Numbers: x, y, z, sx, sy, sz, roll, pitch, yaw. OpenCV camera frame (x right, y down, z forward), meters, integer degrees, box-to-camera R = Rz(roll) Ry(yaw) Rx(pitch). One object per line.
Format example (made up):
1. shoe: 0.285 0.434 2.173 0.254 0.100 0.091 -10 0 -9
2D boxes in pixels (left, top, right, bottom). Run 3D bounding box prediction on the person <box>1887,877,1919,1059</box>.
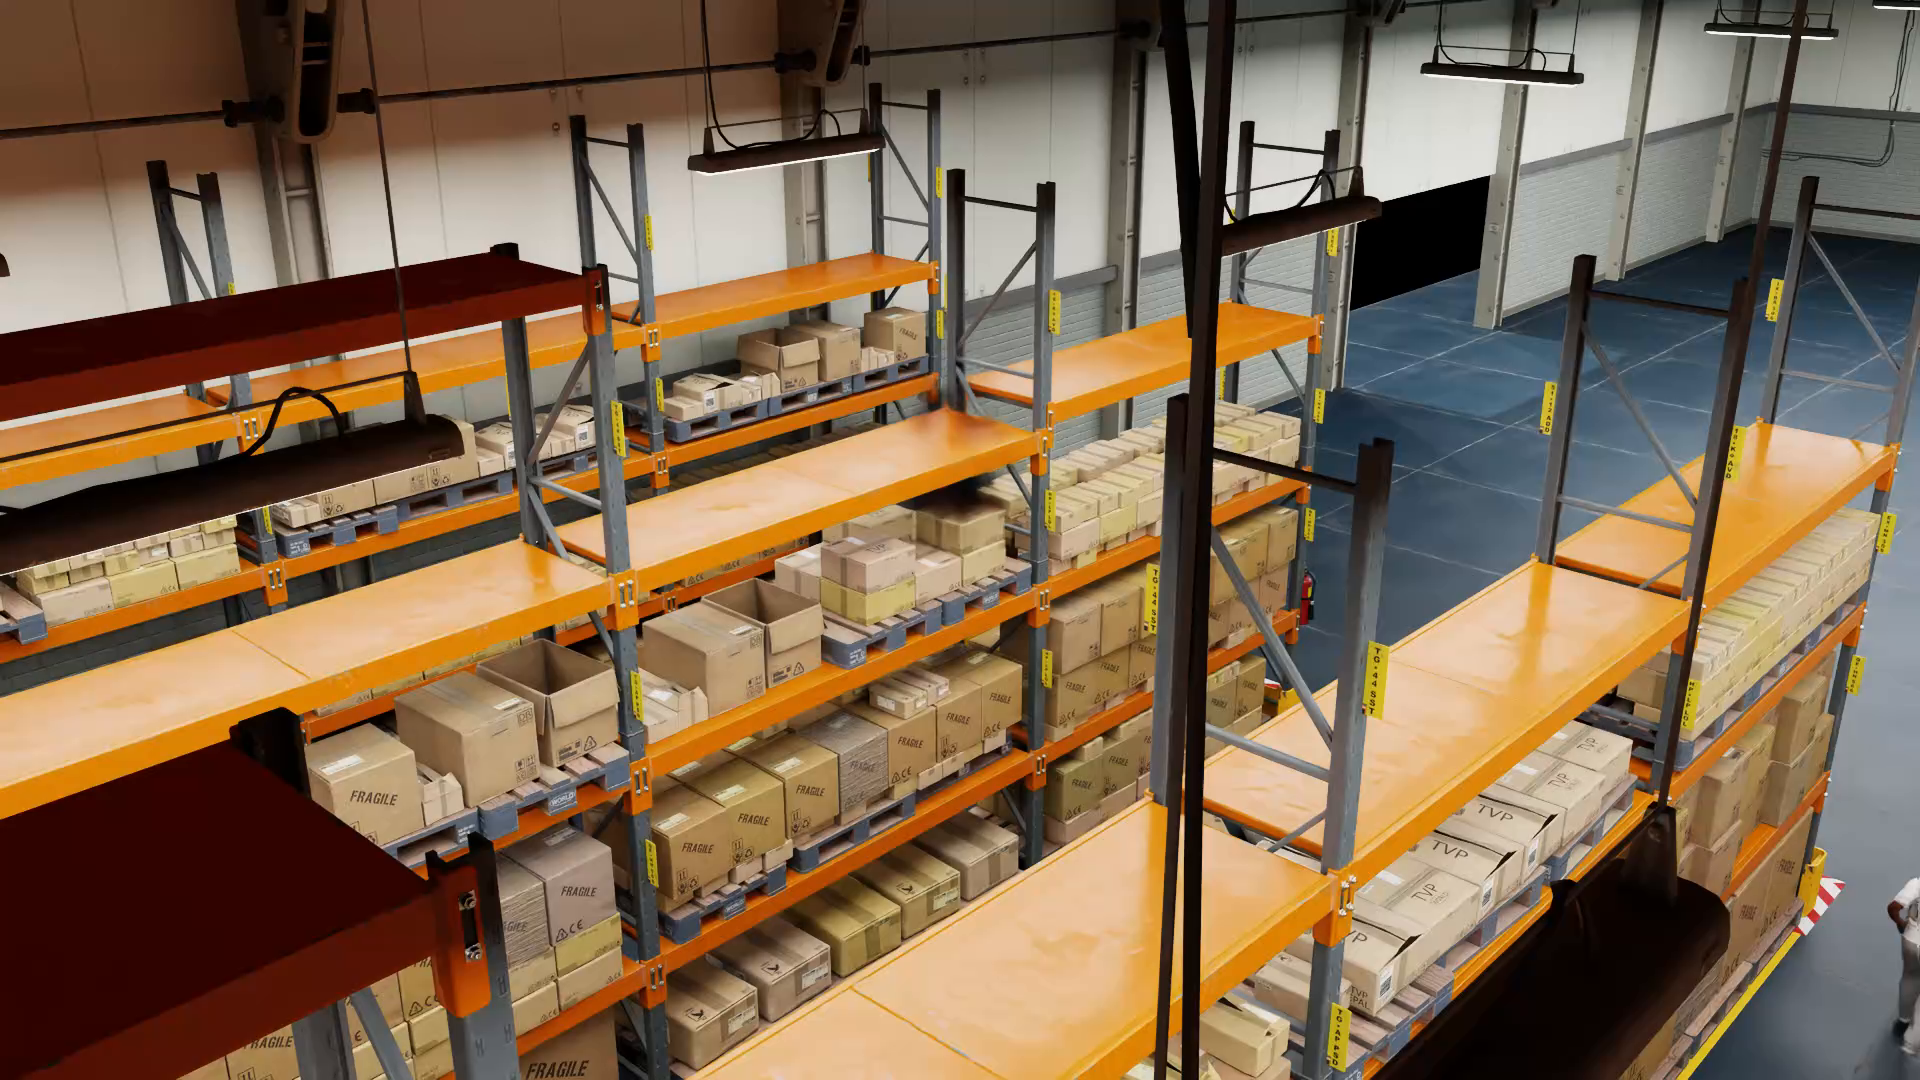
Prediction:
1. person: 7.030 2.929 12.056 0.581 1.697 0.854 16 26 36
